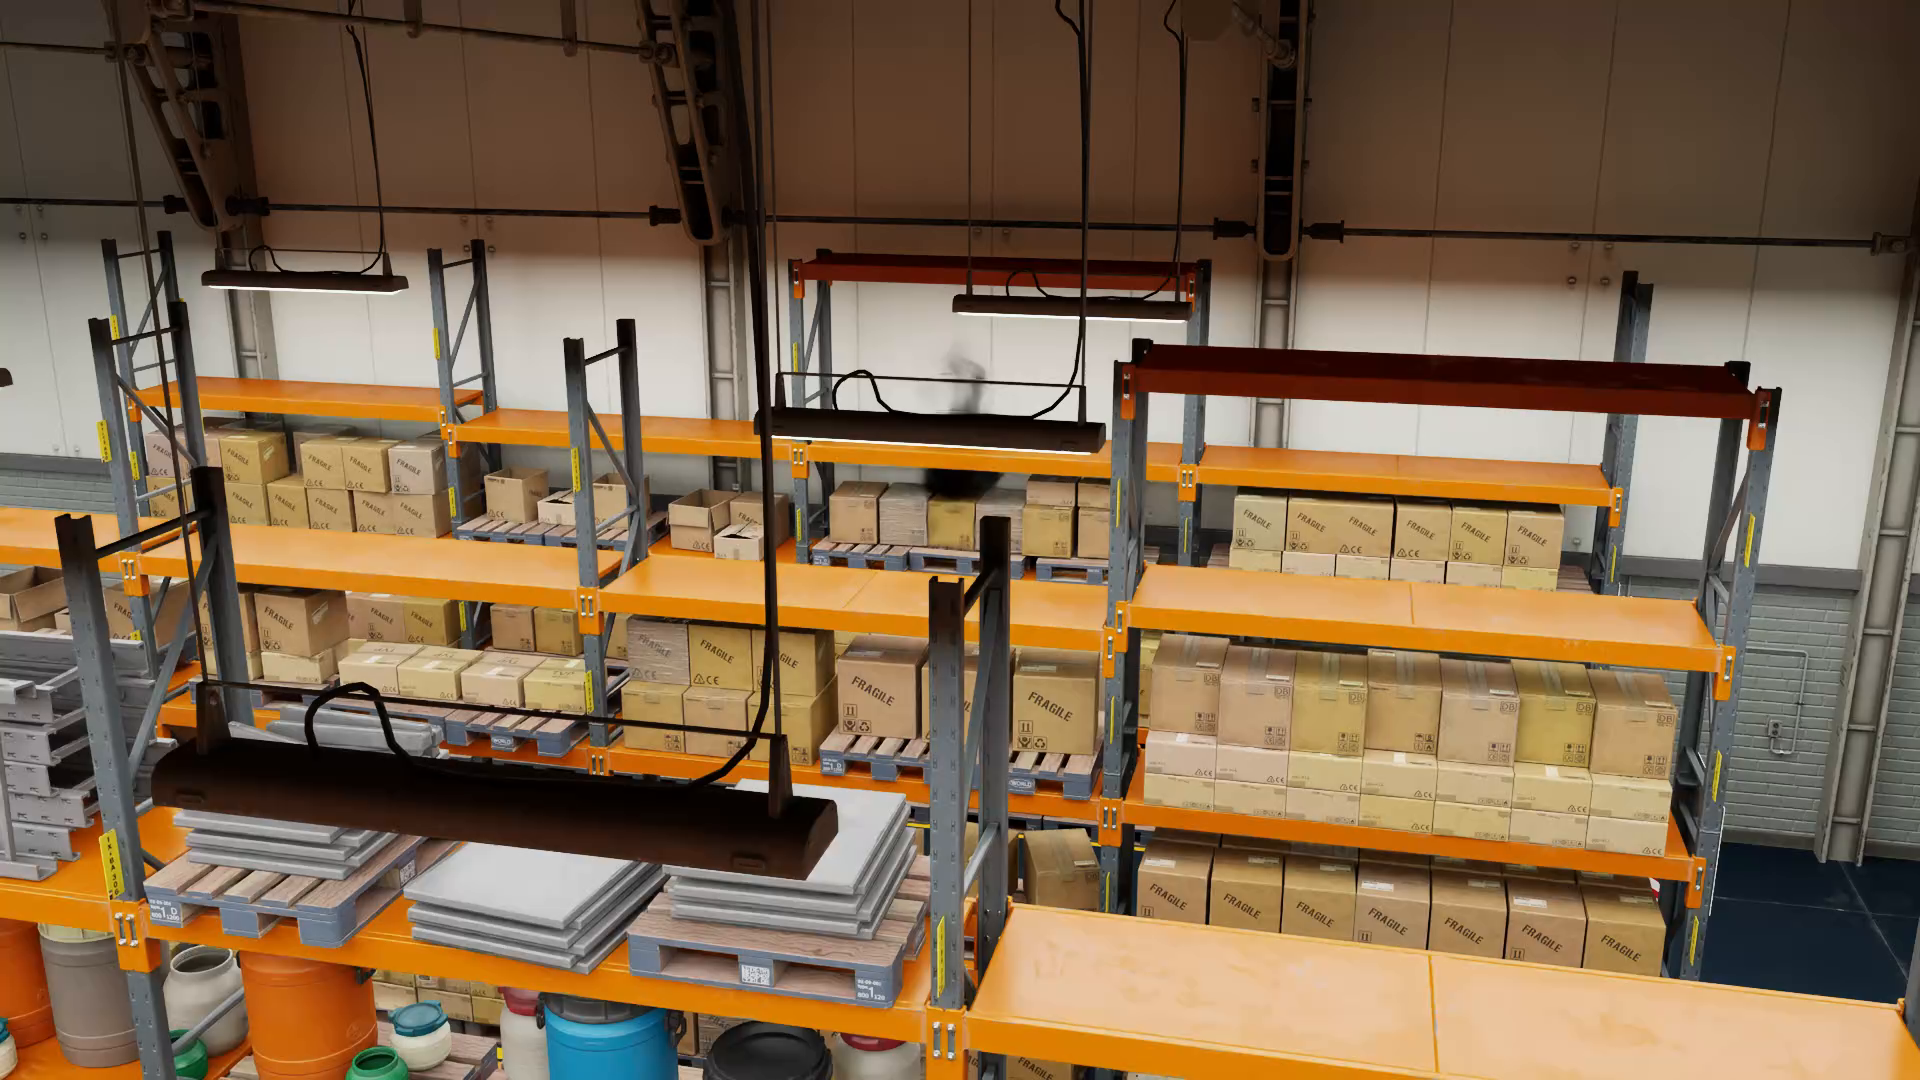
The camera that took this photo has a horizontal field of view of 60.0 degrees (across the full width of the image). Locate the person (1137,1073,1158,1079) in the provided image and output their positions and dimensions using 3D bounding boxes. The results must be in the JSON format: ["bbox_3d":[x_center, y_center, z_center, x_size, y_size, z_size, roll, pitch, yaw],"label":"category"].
[{"bbox_3d":[1.177,4.258,10.844,0.681,1.703,0.548,2,16,6],"label":"person"}]
